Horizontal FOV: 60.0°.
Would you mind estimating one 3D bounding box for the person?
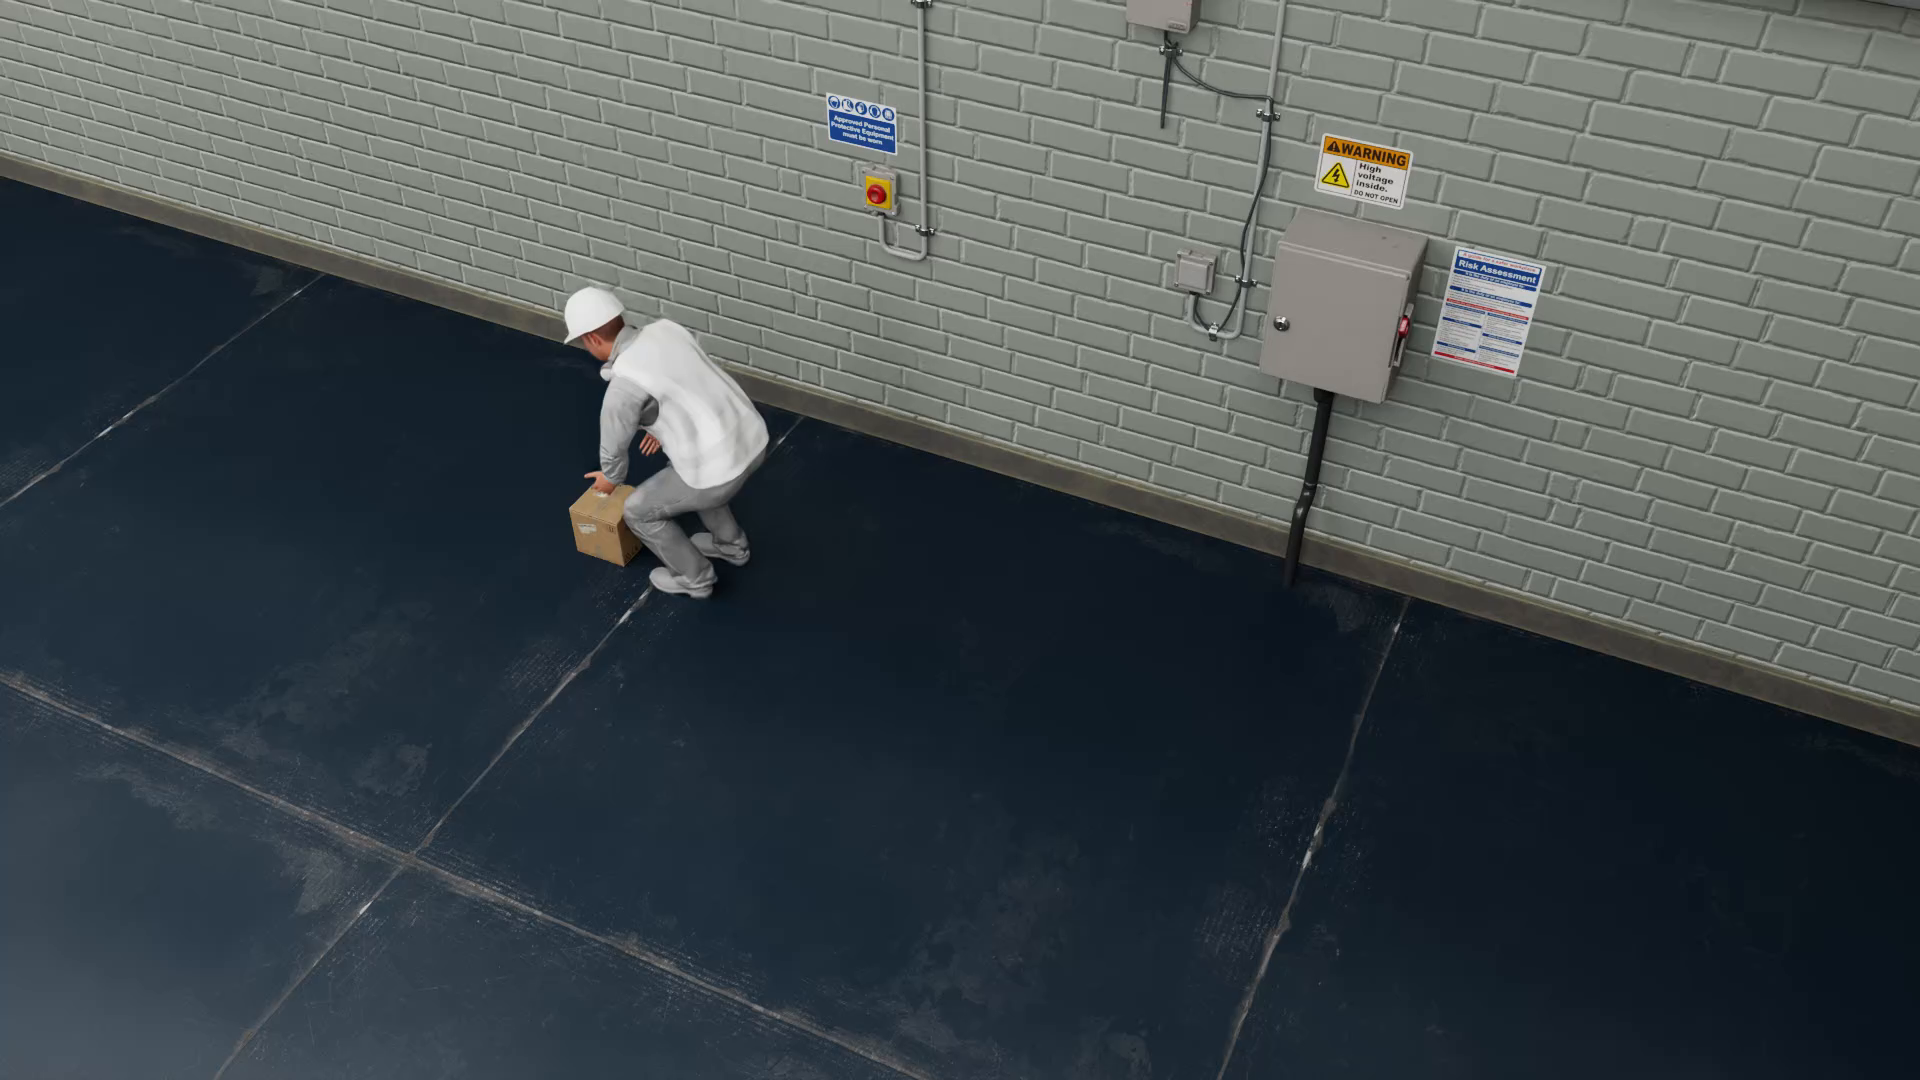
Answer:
[{"bbox_3d":[-1.197,-0.376,6.853,0.785,1.390,0.590,17,45,19],"label":"person"}]
